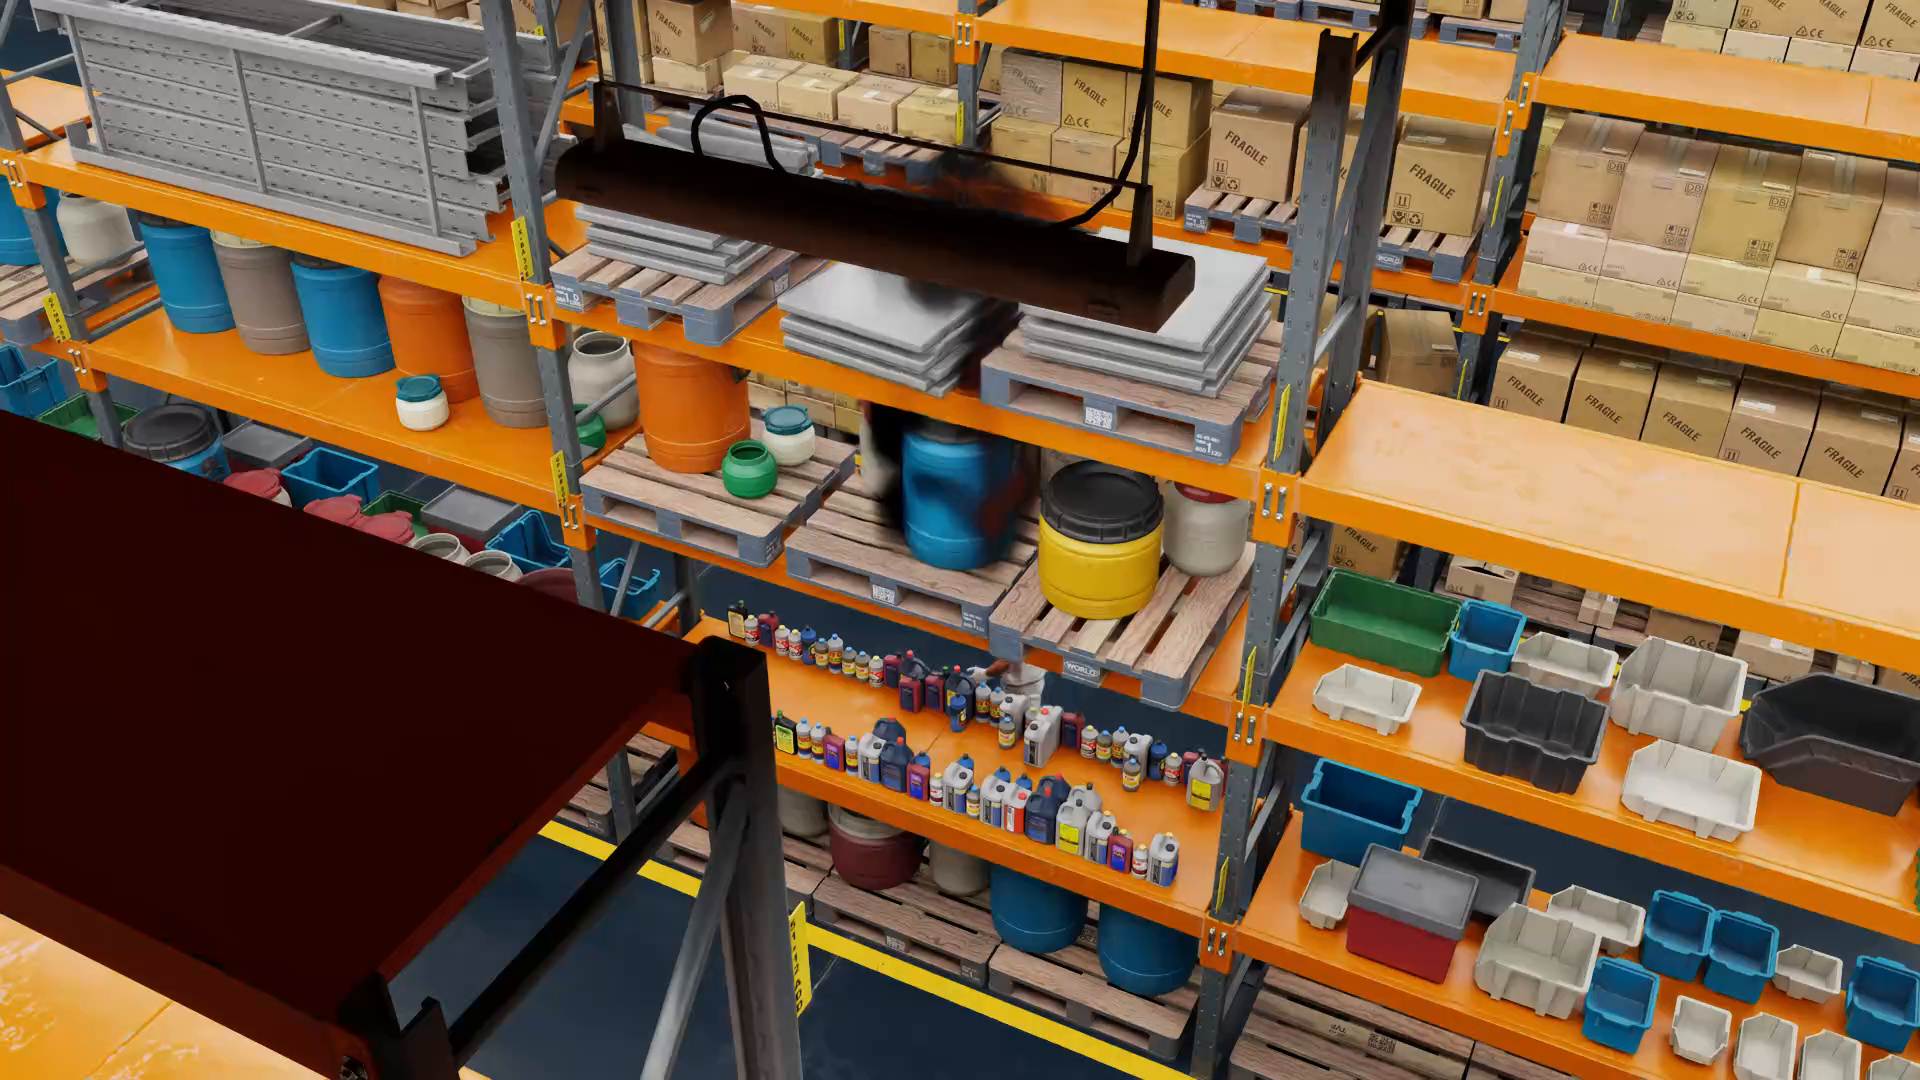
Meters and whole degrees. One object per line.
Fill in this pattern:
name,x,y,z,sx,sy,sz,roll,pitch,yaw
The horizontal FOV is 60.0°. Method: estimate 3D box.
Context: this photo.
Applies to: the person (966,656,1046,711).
person,0.471,0.893,11.131,0.860,1.698,0.656,6,36,9
